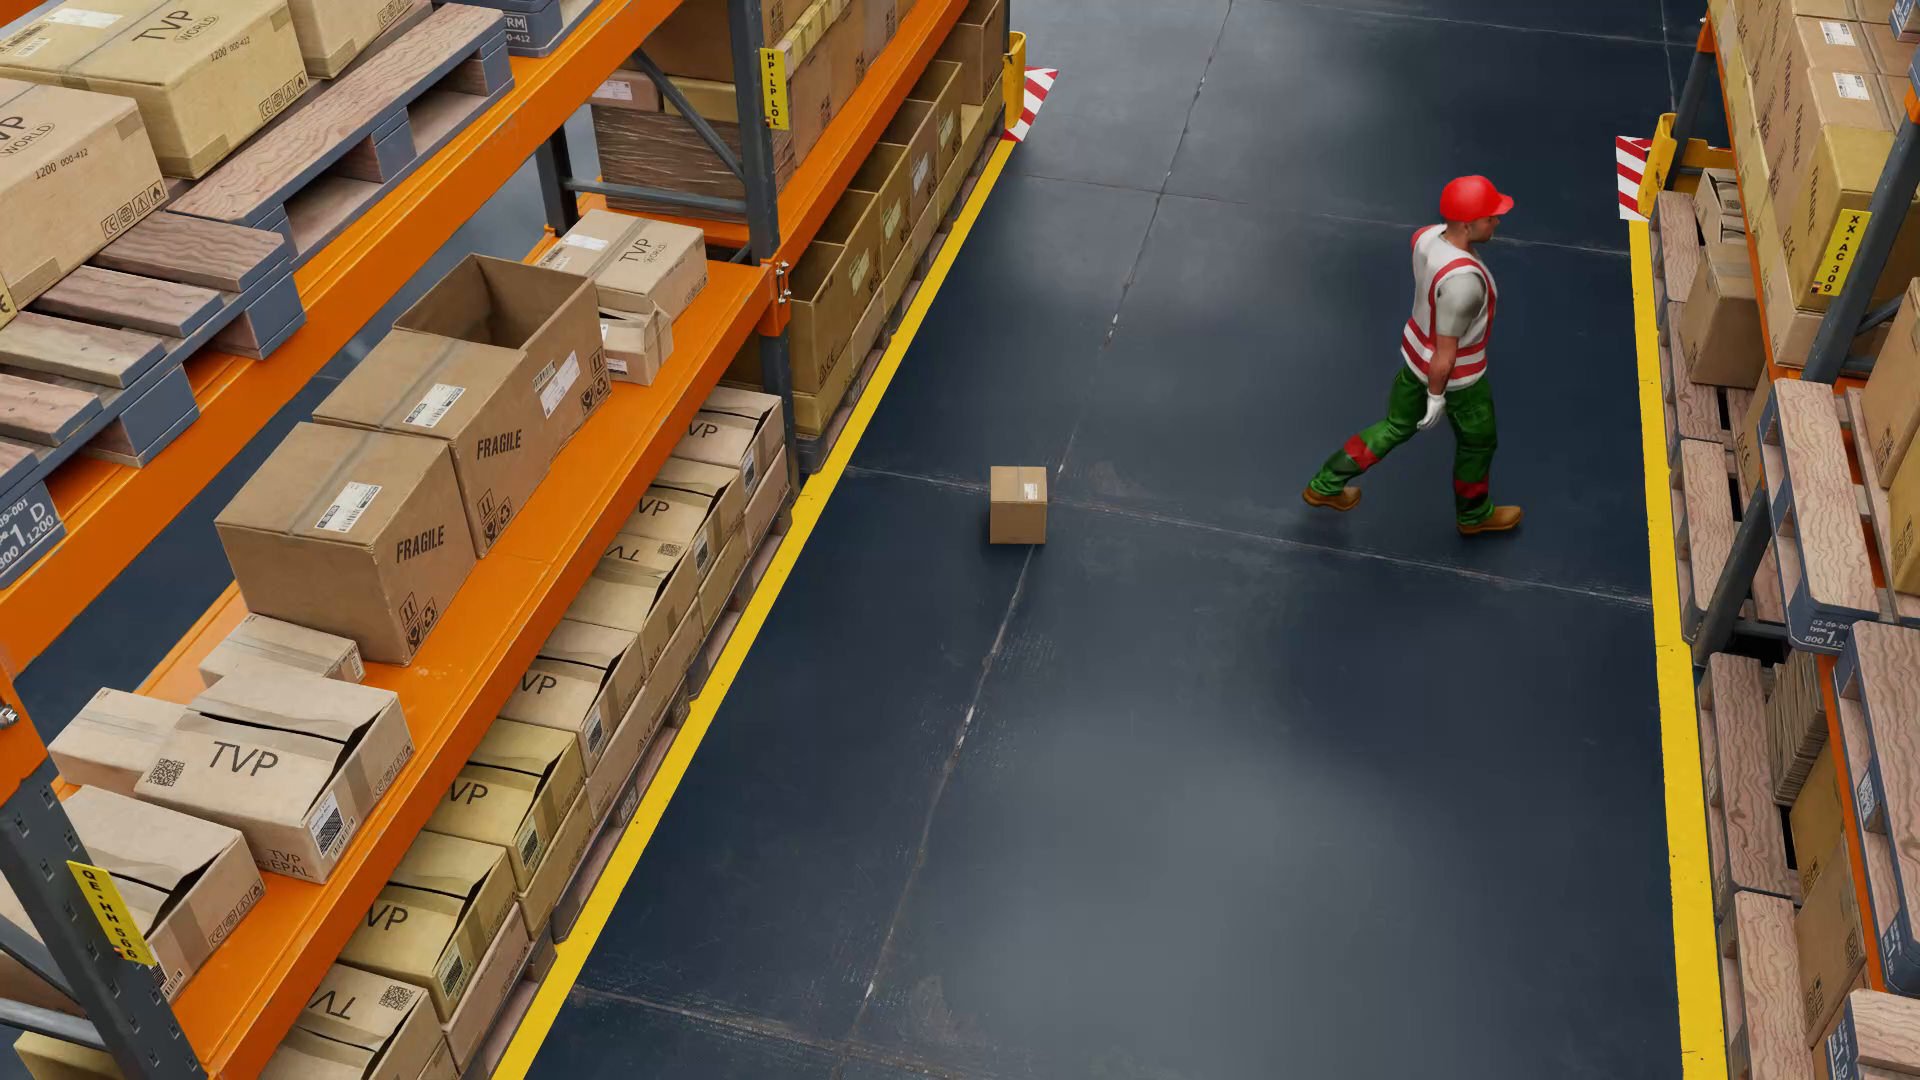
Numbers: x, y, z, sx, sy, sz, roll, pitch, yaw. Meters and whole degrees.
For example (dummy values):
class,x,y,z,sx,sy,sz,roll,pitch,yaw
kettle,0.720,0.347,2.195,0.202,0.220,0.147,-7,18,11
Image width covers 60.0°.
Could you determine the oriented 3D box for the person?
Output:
class,x,y,z,sx,sy,sz,roll,pitch,yaw
person,2.040,-0.758,7.024,0.990,1.756,0.553,-6,41,-7
